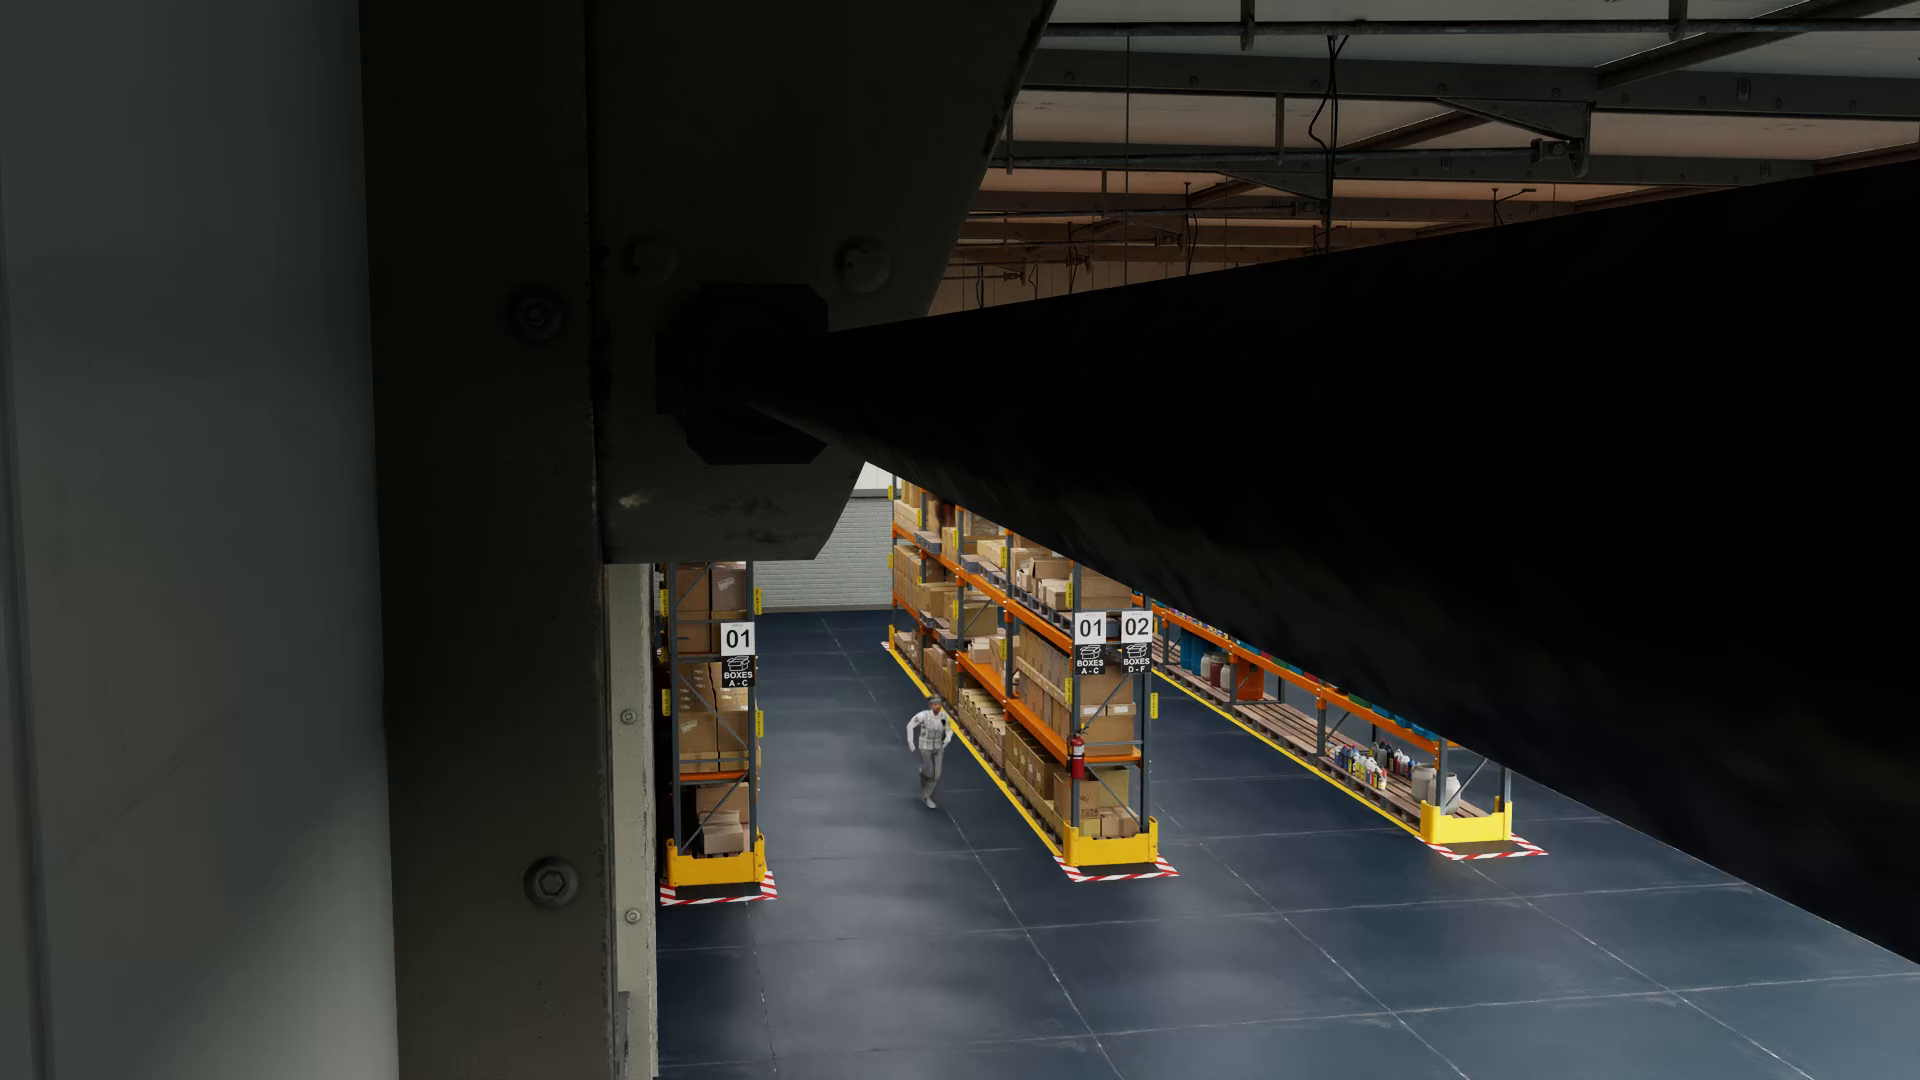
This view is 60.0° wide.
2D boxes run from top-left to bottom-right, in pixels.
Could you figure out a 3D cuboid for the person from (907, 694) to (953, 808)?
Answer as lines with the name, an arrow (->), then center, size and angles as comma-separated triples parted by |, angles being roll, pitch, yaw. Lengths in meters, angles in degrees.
person -> -0.413, 2.981, 23.665 | 0.653, 1.646, 0.642 | -2, 7, -20
